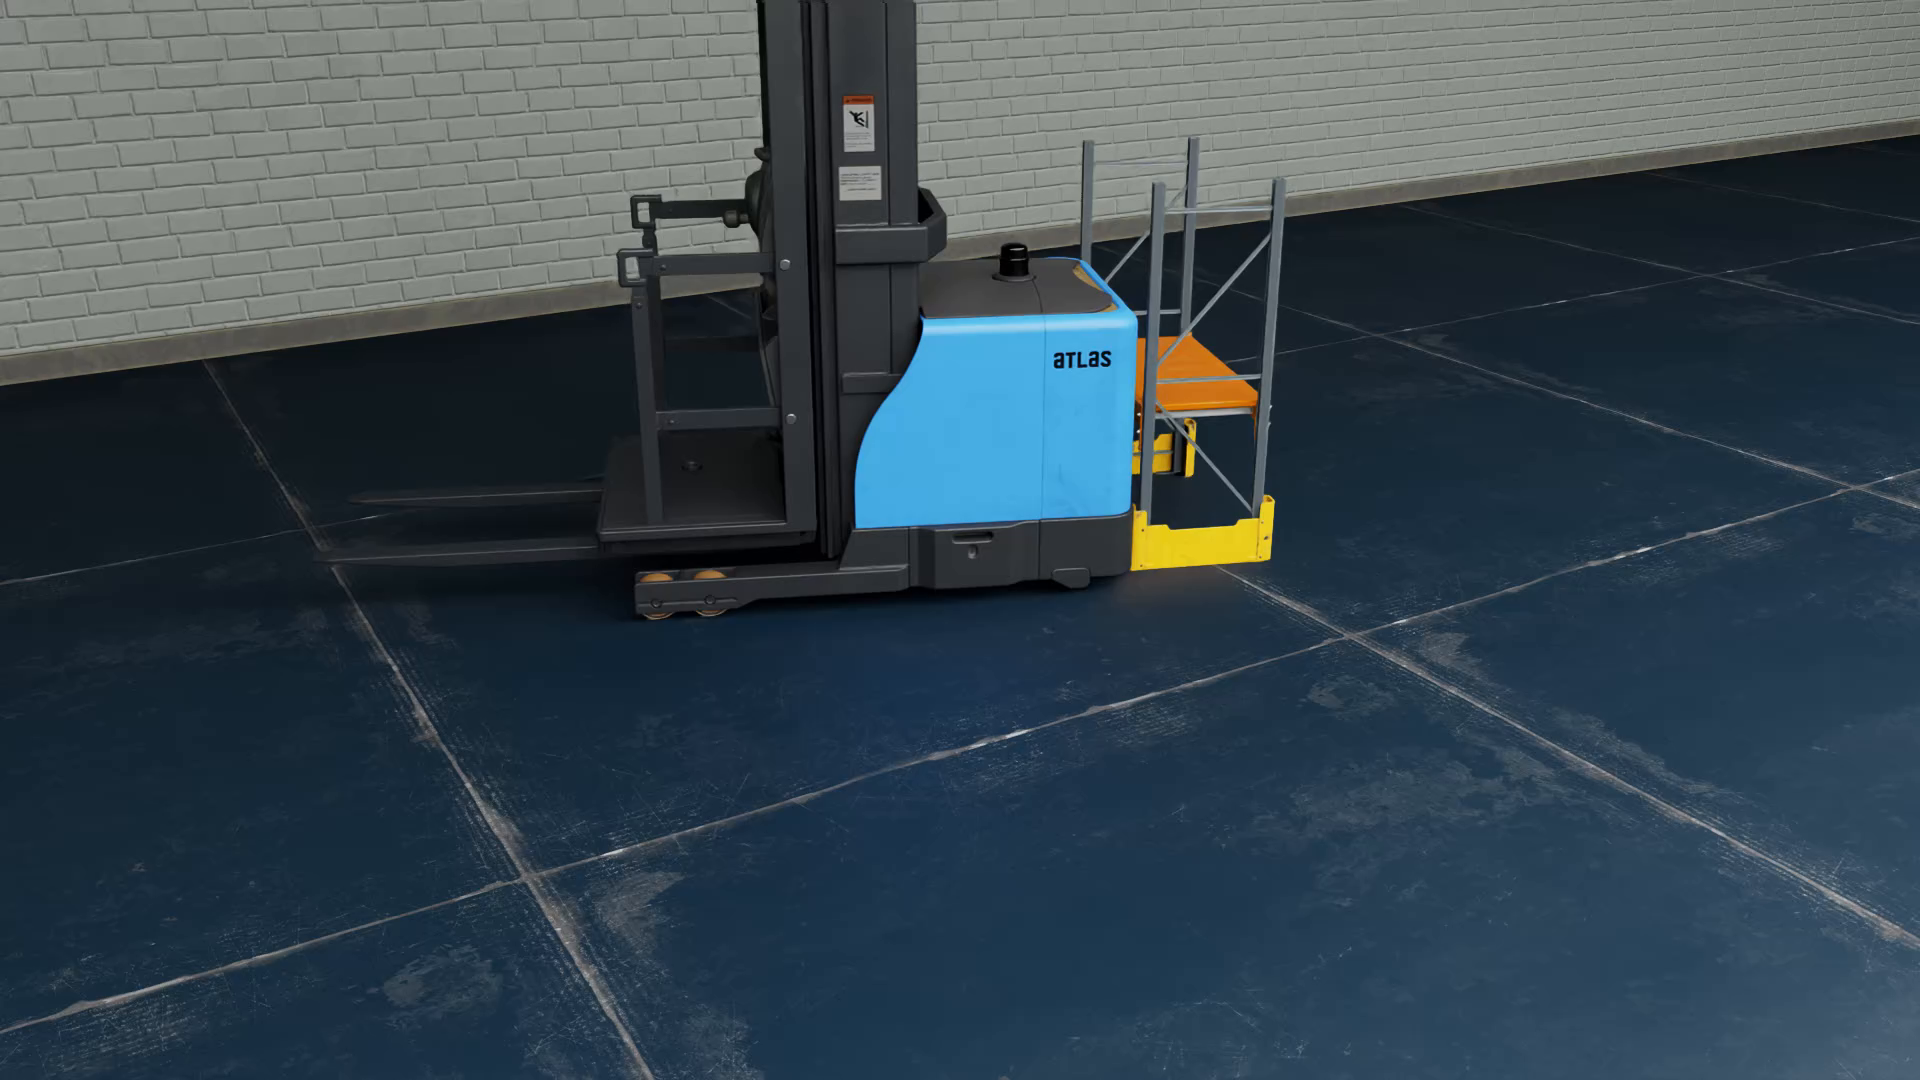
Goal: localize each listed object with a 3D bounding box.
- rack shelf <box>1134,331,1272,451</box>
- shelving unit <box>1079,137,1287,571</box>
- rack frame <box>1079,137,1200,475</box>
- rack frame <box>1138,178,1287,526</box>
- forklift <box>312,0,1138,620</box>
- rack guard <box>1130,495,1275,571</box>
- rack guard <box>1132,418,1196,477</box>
[{"bbox_3d":[0.851,-0.629,6.846,0.538,0.185,1.000,-4,22,-10],"label":"rack shelf"},{"bbox_3d":[0.853,-0.793,6.770,0.587,1.500,1.083,-4,22,-10],"label":"shelving unit"},{"bbox_3d":[0.760,-0.984,7.241,0.500,1.500,0.032,-4,22,-10],"label":"rack frame"},{"bbox_3d":[0.943,-0.608,6.315,0.500,1.500,0.032,-4,22,-10],"label":"rack frame"},{"bbox_3d":[-0.901,-1.278,6.064,3.031,2.935,1.130,-3,22,-7],"label":"forklift"},{"bbox_3d":[0.943,-0.029,6.551,0.587,0.250,0.087,-4,22,-10],"label":"rack guard"},{"bbox_3d":[0.763,-0.398,7.459,0.587,0.250,0.087,-4,22,-10],"label":"rack guard"}]
